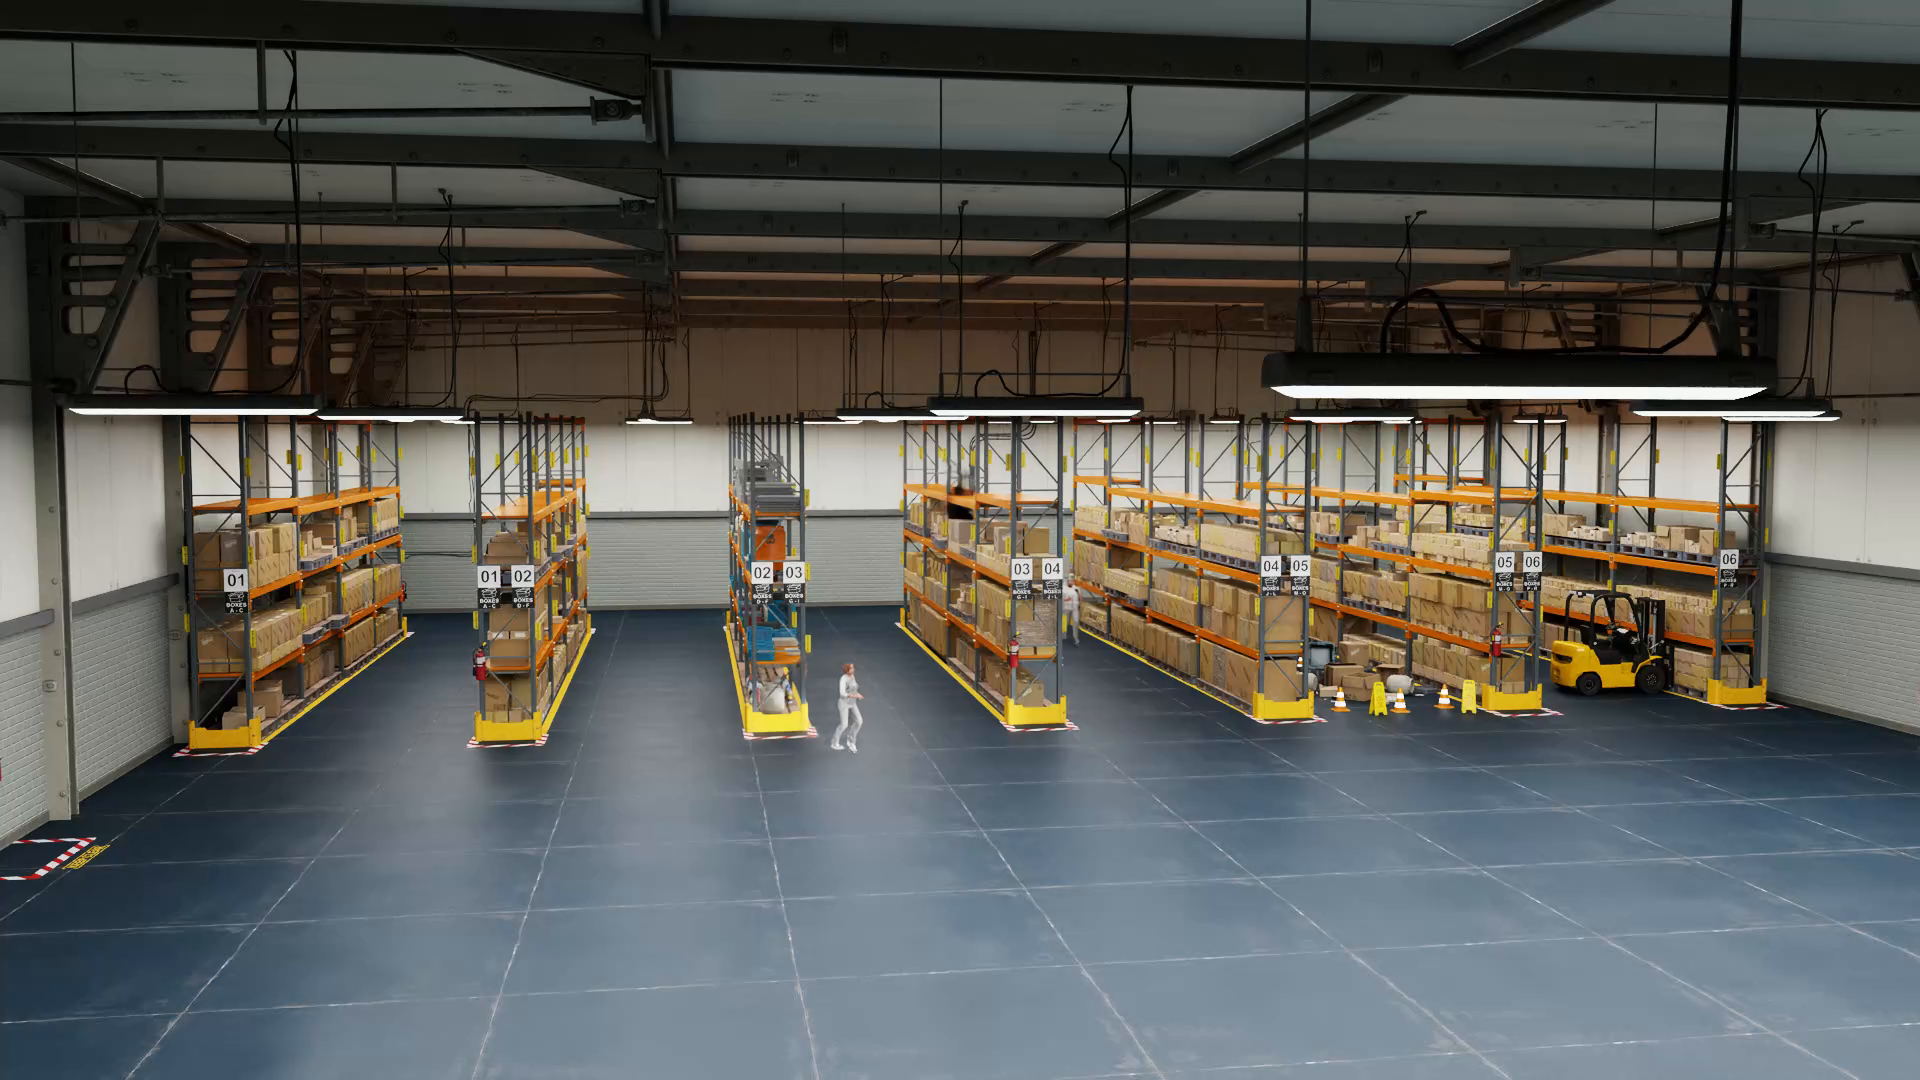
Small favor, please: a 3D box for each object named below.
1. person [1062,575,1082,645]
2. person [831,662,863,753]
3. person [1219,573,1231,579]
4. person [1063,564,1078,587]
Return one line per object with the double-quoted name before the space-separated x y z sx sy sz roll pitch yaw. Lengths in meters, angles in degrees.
"person" 2.945 1.834 44.153 0.669 1.793 0.977 0 4 -7
"person" -1.956 2.950 29.231 0.682 1.637 0.562 2 4 29
"person" 8.048 1.407 50.689 0.907 1.730 0.714 0 4 6
"person" 3.215 1.544 49.414 0.561 1.650 0.632 -2 4 -30
